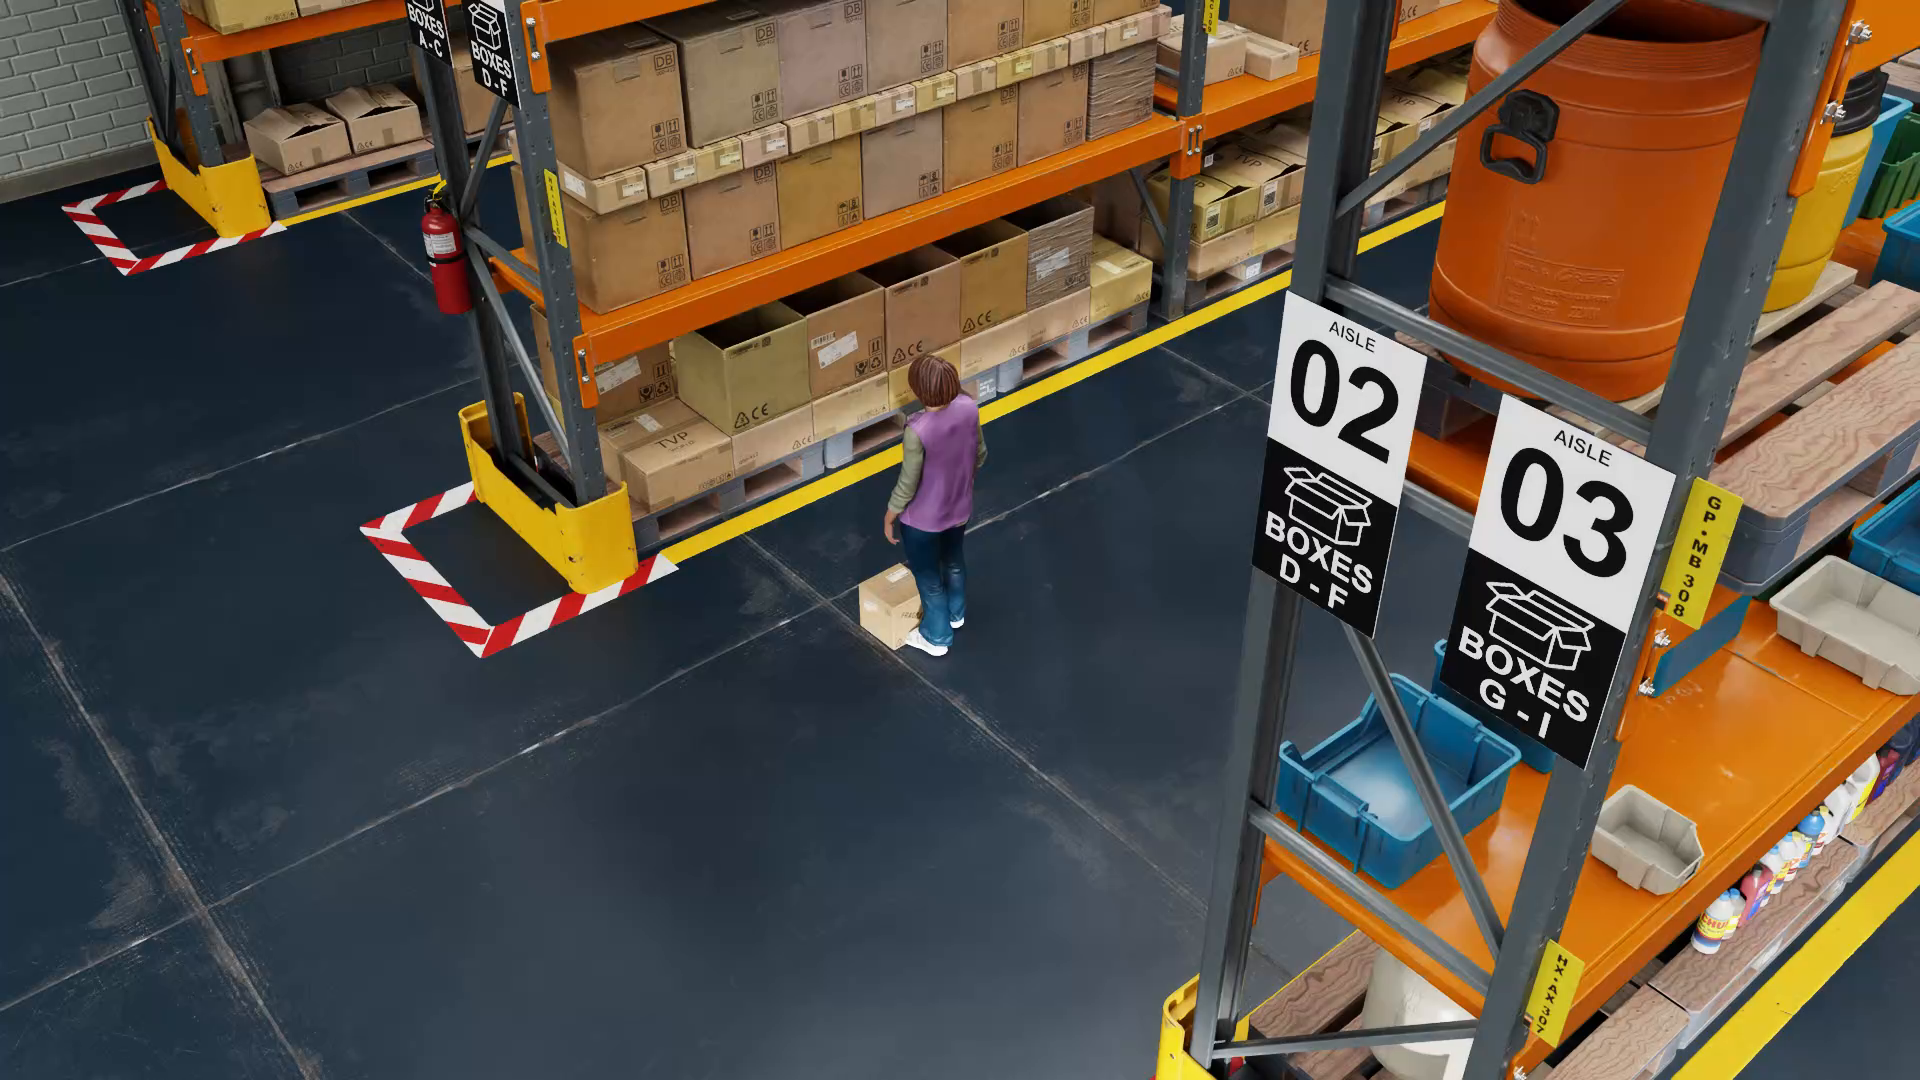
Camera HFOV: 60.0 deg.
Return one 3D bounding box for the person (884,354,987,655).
[{"bbox_3d":[-0.148,-0.168,7.294,0.519,1.598,0.475,-27,44,-31],"label":"person"}]
